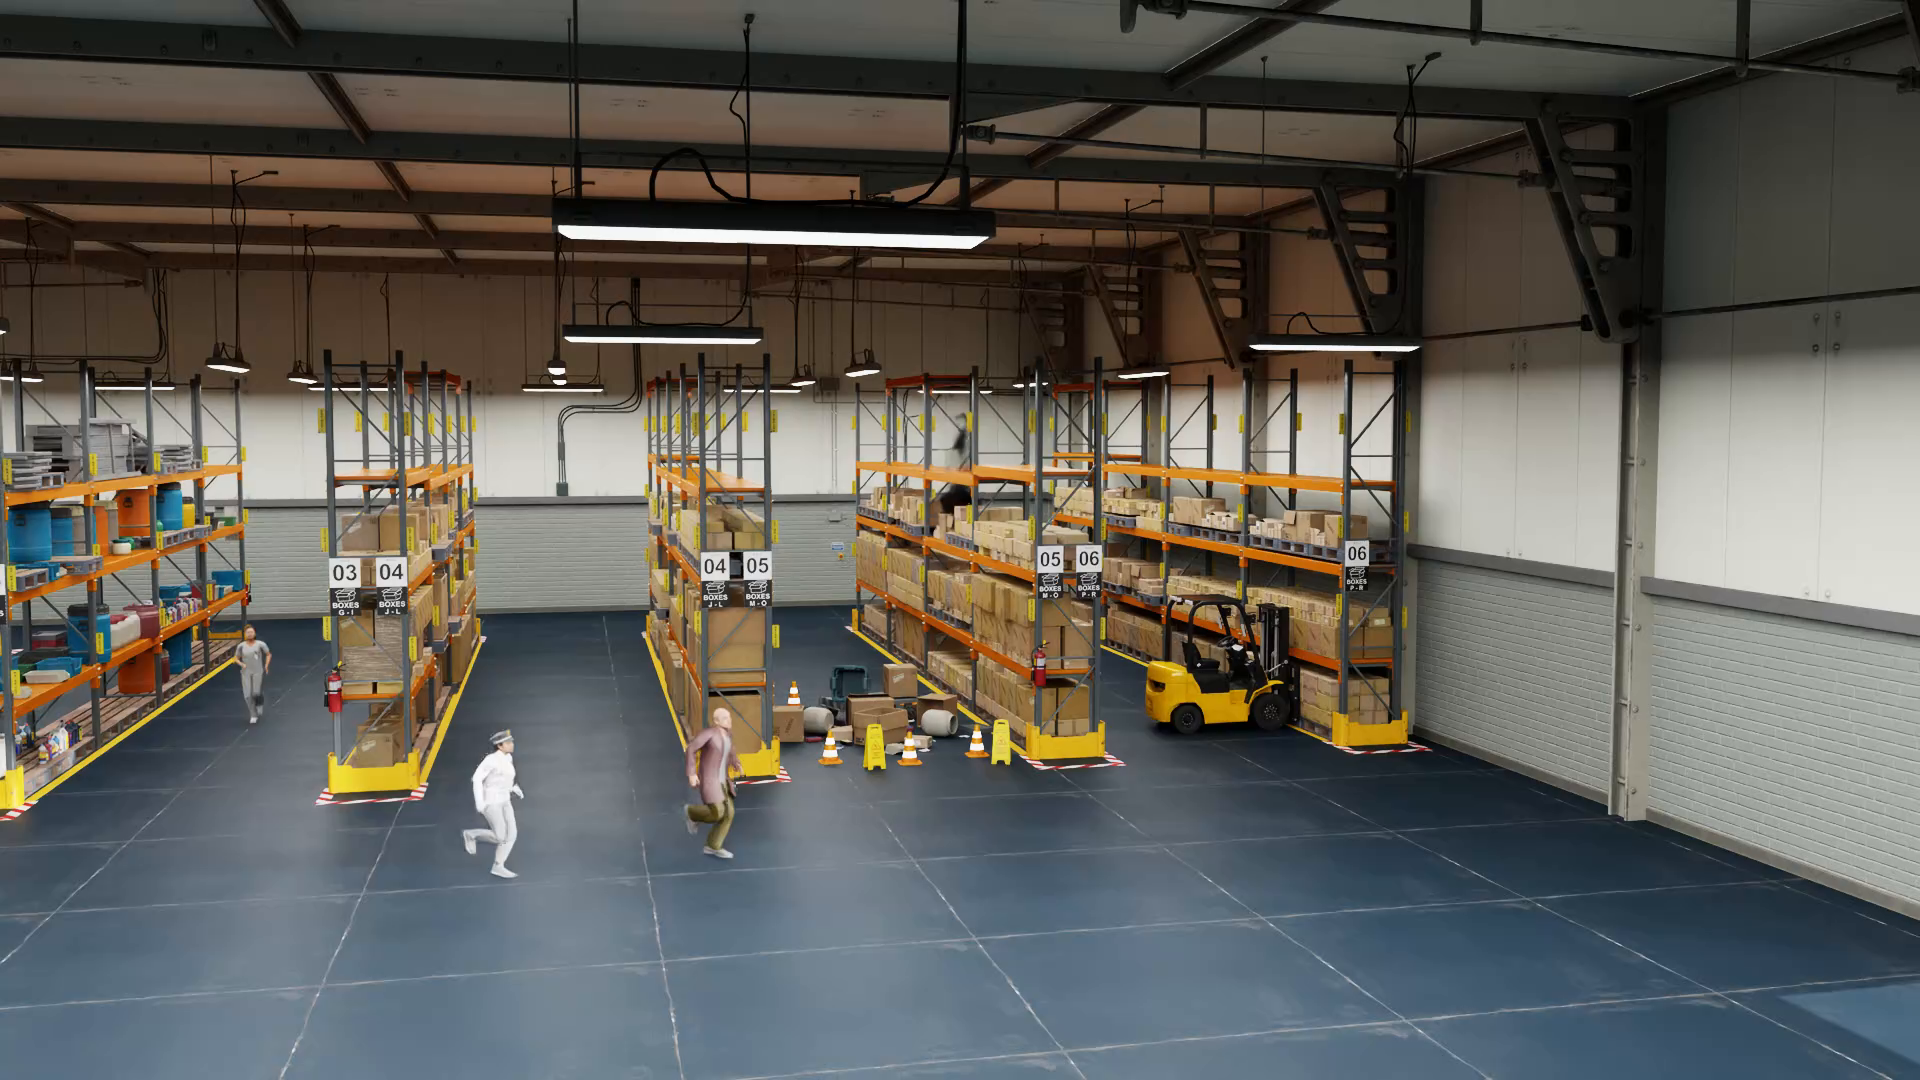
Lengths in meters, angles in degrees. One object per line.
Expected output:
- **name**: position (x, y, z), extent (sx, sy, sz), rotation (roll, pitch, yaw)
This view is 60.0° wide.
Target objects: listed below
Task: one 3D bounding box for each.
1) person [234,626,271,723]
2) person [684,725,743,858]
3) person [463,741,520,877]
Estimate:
- **person**: position (-11.861, 2.251, 27.875), extent (0.558, 1.631, 0.556), rotation (-1, 4, -15)
- **person**: position (-2.919, 2.908, 19.375), extent (0.651, 1.545, 0.748), rotation (2, 5, 32)
- **person**: position (-5.220, 2.945, 18.487), extent (0.616, 1.601, 0.647), rotation (1, 4, 15)
